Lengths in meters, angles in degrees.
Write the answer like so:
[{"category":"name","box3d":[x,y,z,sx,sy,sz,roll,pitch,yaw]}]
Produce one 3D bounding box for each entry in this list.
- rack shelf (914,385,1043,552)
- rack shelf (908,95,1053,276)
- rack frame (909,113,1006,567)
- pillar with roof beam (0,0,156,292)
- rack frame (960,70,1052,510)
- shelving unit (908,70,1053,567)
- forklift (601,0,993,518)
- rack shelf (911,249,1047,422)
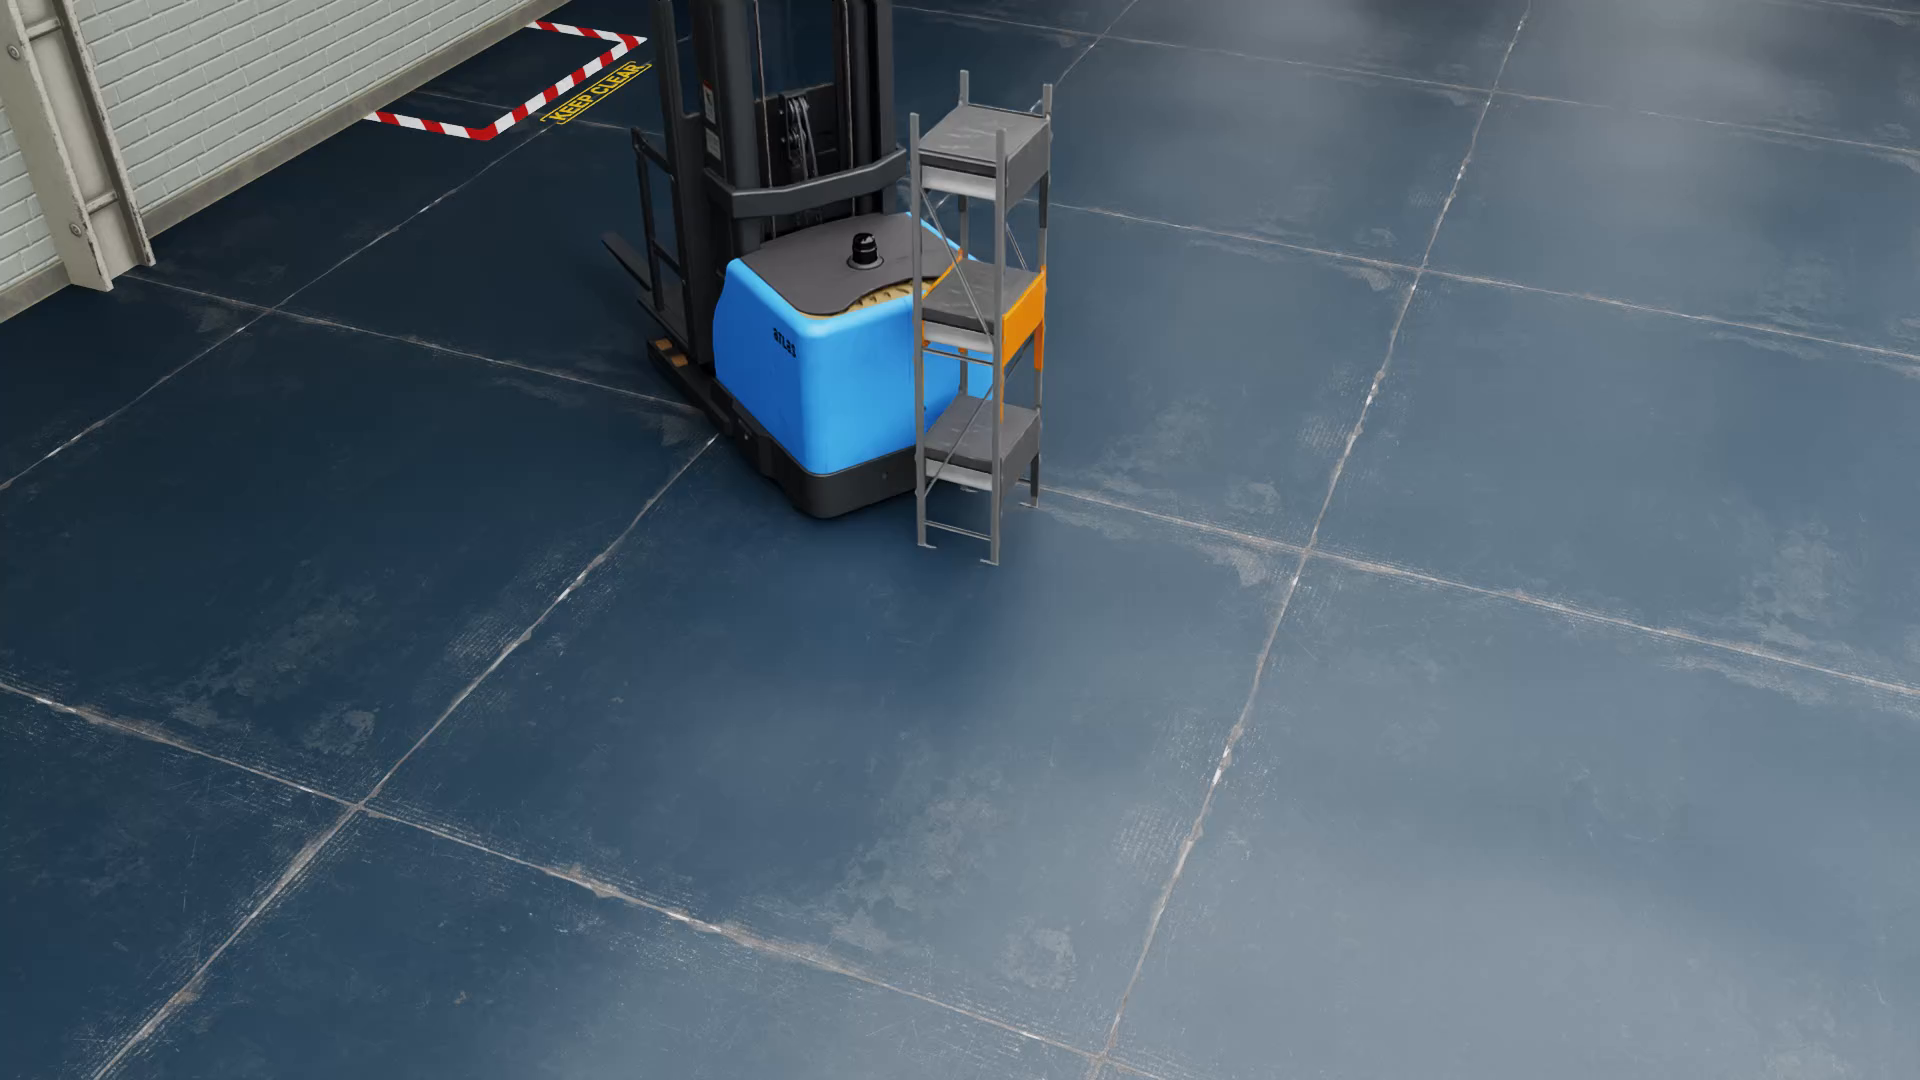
[{"category":"rack shelf","box3d":[0.088,-0.331,7.631,0.431,0.518,0.480,15,39,19]},{"category":"rack shelf","box3d":[0.088,-1.452,6.793,0.431,0.518,0.480,15,39,19]},{"category":"rack frame","box3d":[-0.010,-0.769,7.025,0.400,2.100,0.015,15,39,19]},{"category":"pillar with roof beam","box3d":[-1.055,-4.214,5.872,9.100,9.000,0.400,14,39,18]},{"category":"rack frame","box3d":[0.185,-1.037,7.383,0.400,2.100,0.015,15,39,19]},{"category":"shelving unit","box3d":[0.088,-0.903,7.204,0.431,2.100,0.503,15,39,19]},{"category":"forklift","box3d":[-1.027,-2.129,8.150,1.130,2.935,3.031,-21,41,-25]},{"category":"rack shelf","box3d":[0.088,-0.892,7.212,0.431,0.518,0.480,15,39,19]}]
